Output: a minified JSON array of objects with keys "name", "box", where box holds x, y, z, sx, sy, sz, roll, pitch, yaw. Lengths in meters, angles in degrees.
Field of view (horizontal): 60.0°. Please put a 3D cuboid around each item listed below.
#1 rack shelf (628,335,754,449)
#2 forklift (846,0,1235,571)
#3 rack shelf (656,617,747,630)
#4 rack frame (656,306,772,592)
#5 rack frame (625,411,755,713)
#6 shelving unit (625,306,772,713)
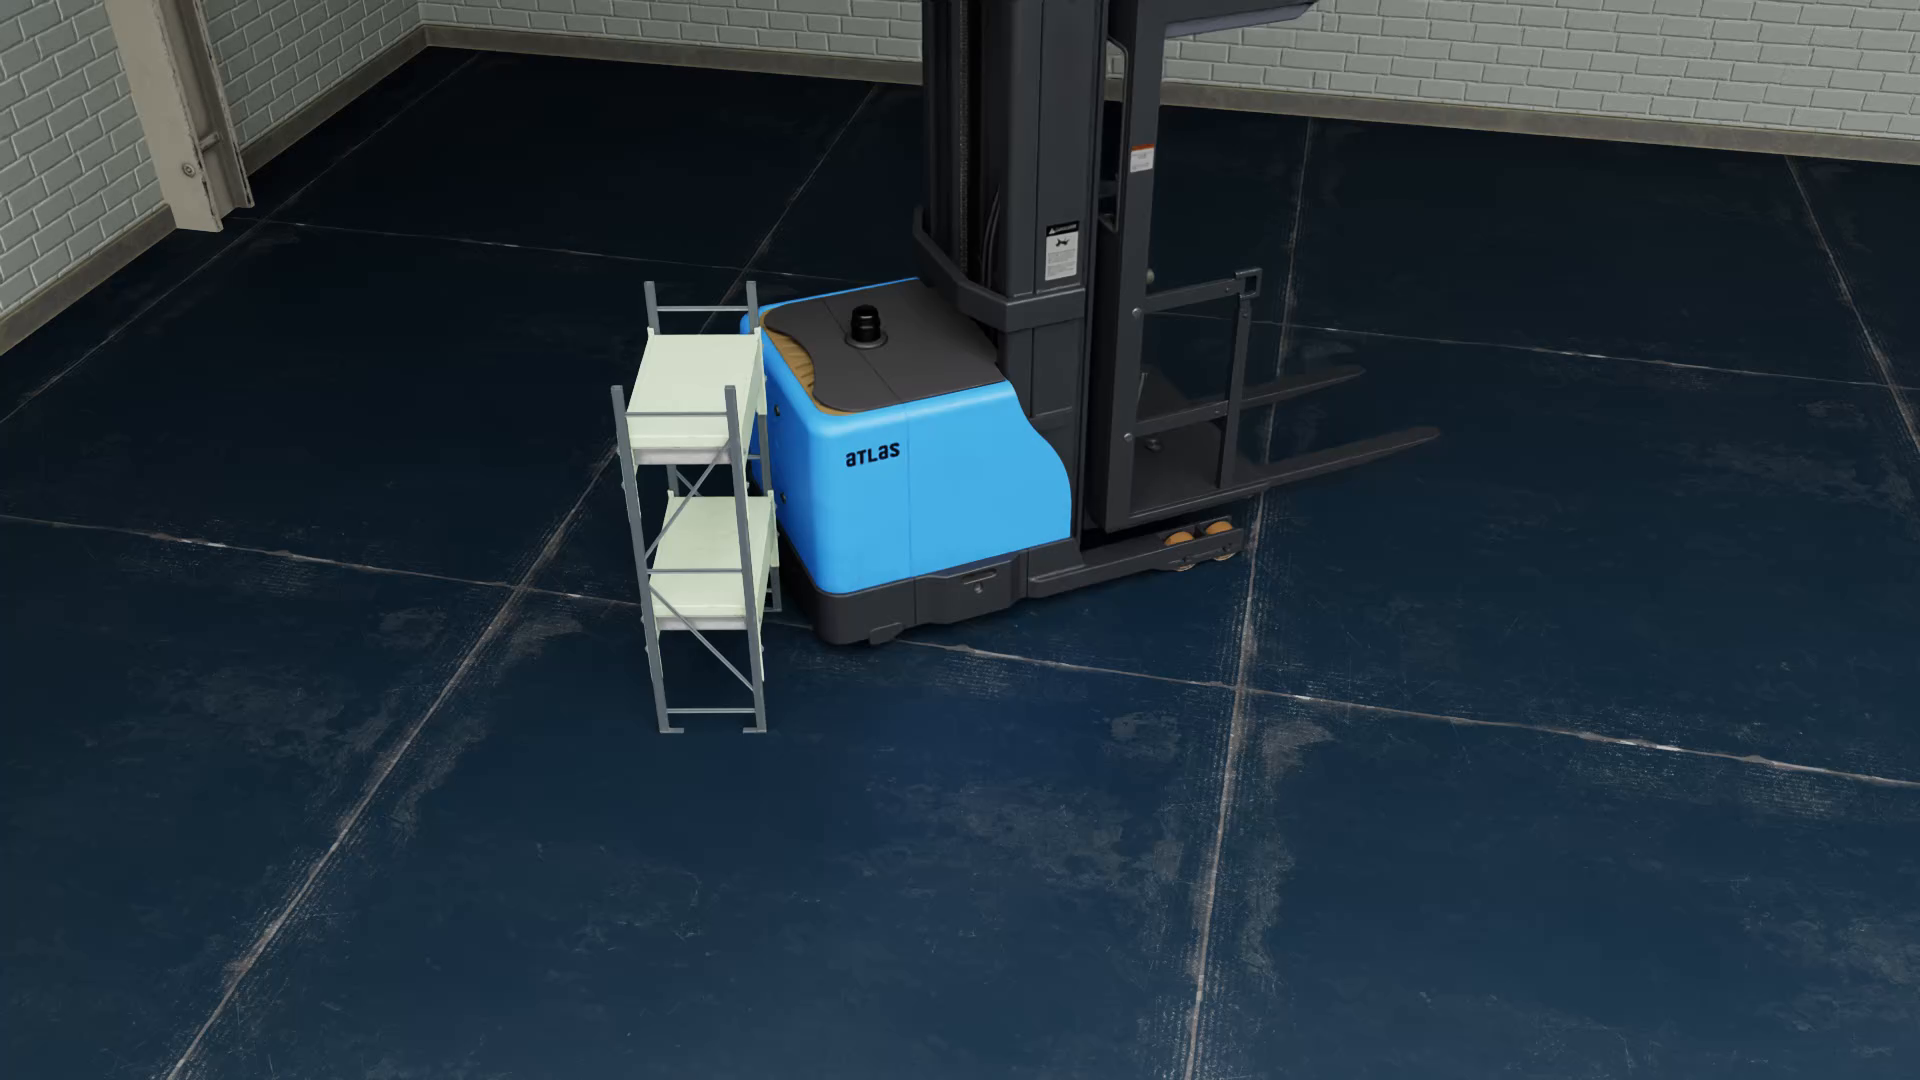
[{"name":"rack shelf","box":[-0.931,-0.527,5.806,0.368,0.052,0.686,0,36,0]},{"name":"forklift","box":[0.669,-1.320,6.574,3.031,2.935,1.109,-14,38,-18]},{"name":"rack shelf","box":[-0.931,0.104,6.263,0.332,0.071,0.664,0,36,0]},{"name":"rack frame","box":[-0.935,-0.317,6.410,0.380,1.308,0.010,0,36,0]},{"name":"rack frame","box":[-0.929,0.112,5.817,0.380,1.308,0.010,0,36,0]},{"name":"shelving unit","box":[-0.932,-0.102,6.113,0.380,1.308,0.742,0,36,0]}]
